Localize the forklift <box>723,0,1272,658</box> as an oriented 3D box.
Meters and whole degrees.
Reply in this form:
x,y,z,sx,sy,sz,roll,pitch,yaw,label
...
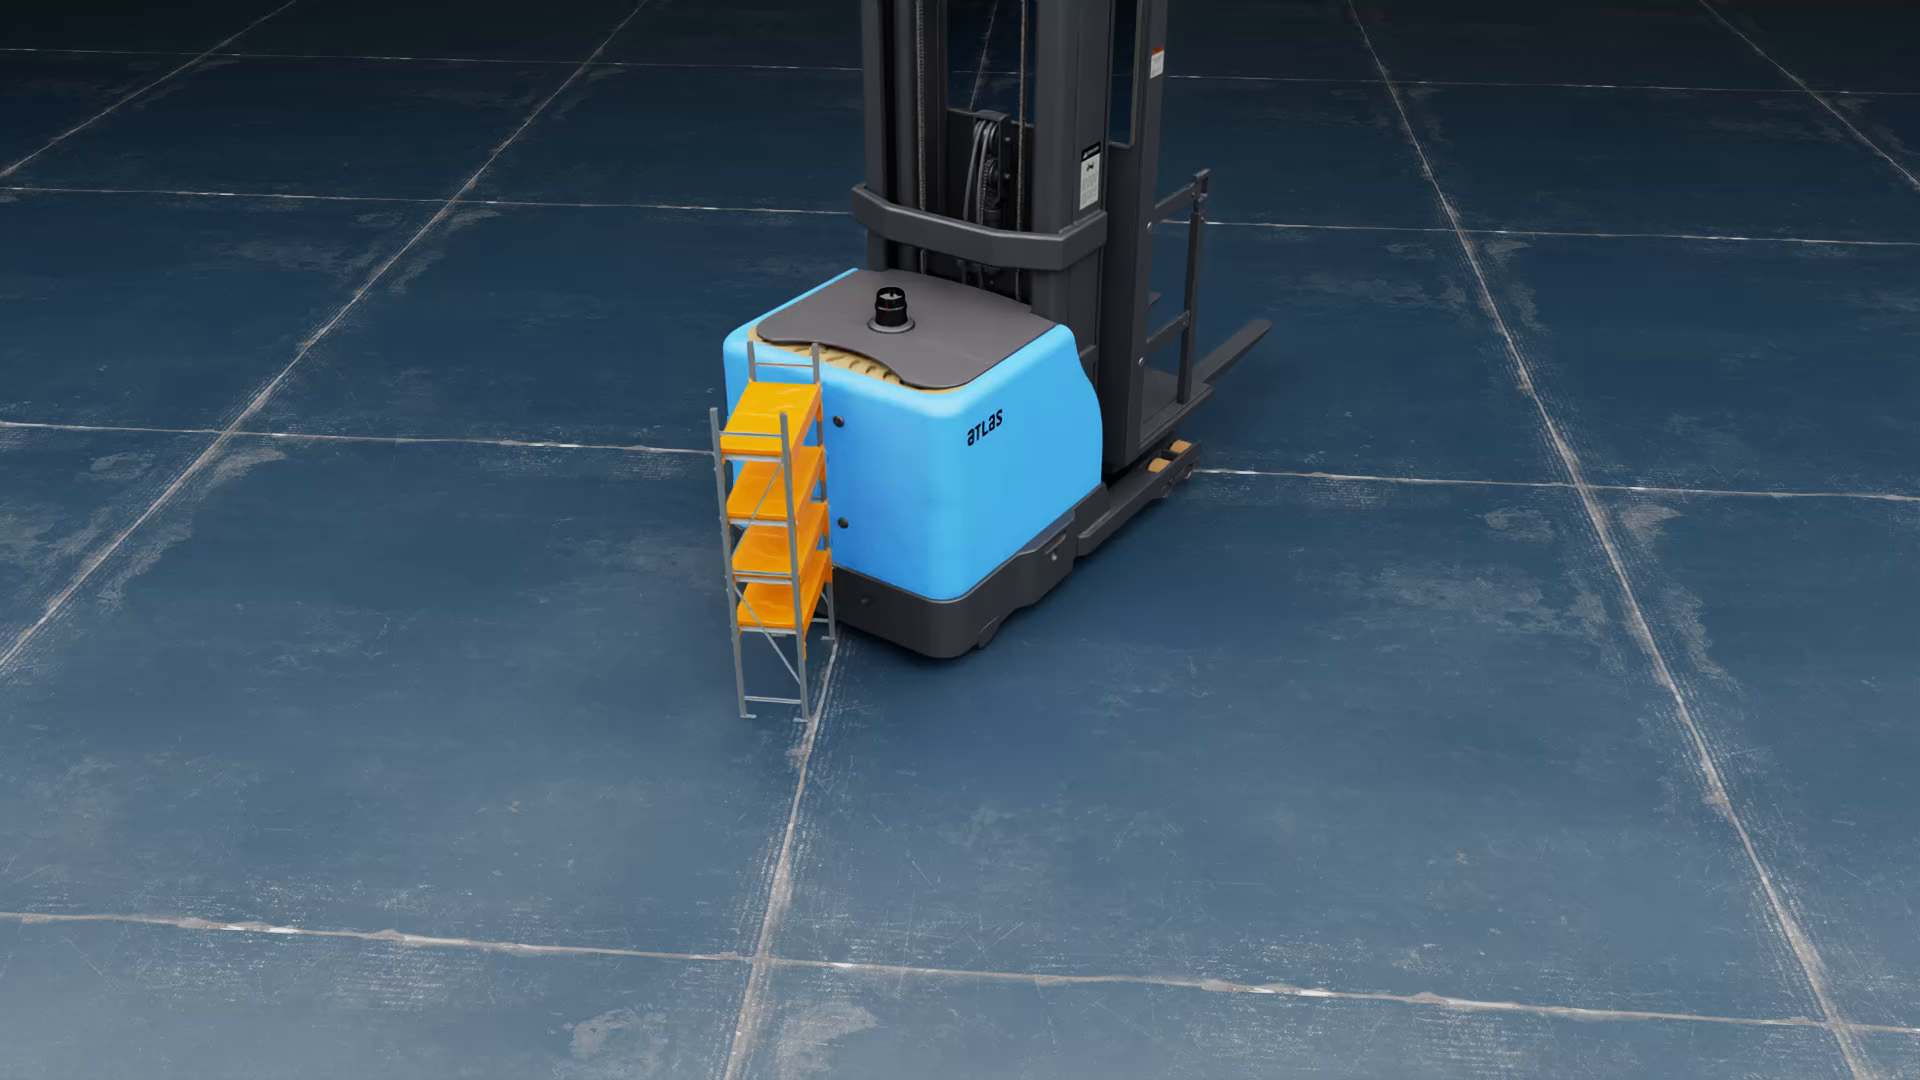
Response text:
x,y,z,sx,sy,sz,roll,pitch,yaw,label
0.384,-1.554,6.478,1.130,2.935,3.031,20,37,29,forklift

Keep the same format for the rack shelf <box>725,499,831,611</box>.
x,y,z,sx,sy,sz,roll,pitch,yaw,label
-0.614,0.039,5.664,0.258,0.148,0.480,3,32,6,rack shelf

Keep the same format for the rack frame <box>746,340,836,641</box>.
x,y,z,sx,sy,sz,roll,pitch,yaw,label
-0.584,-0.147,5.833,0.240,1.200,0.015,3,32,6,rack frame

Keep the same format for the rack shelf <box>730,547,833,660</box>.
x,y,z,sx,sy,sz,roll,pitch,yaw,label
-0.612,0.207,5.770,0.258,0.148,0.480,3,32,6,rack shelf

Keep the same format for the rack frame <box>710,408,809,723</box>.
x,y,z,sx,sy,sz,roll,pitch,yaw,label
-0.645,0.111,5.423,0.240,1.200,0.015,3,32,6,rack frame

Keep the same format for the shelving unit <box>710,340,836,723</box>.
x,y,z,sx,sy,sz,roll,pitch,yaw,label
-0.614,-0.018,5.628,0.258,1.200,0.503,3,32,6,shelving unit

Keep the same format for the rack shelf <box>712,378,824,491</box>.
x,y,z,sx,sy,sz,roll,pitch,yaw,label
-0.618,-0.350,5.419,0.258,0.148,0.480,3,32,6,rack shelf

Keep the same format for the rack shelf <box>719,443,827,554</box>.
x,y,z,sx,sy,sz,roll,pitch,yaw,label
-0.616,-0.150,5.545,0.258,0.148,0.480,3,32,6,rack shelf
